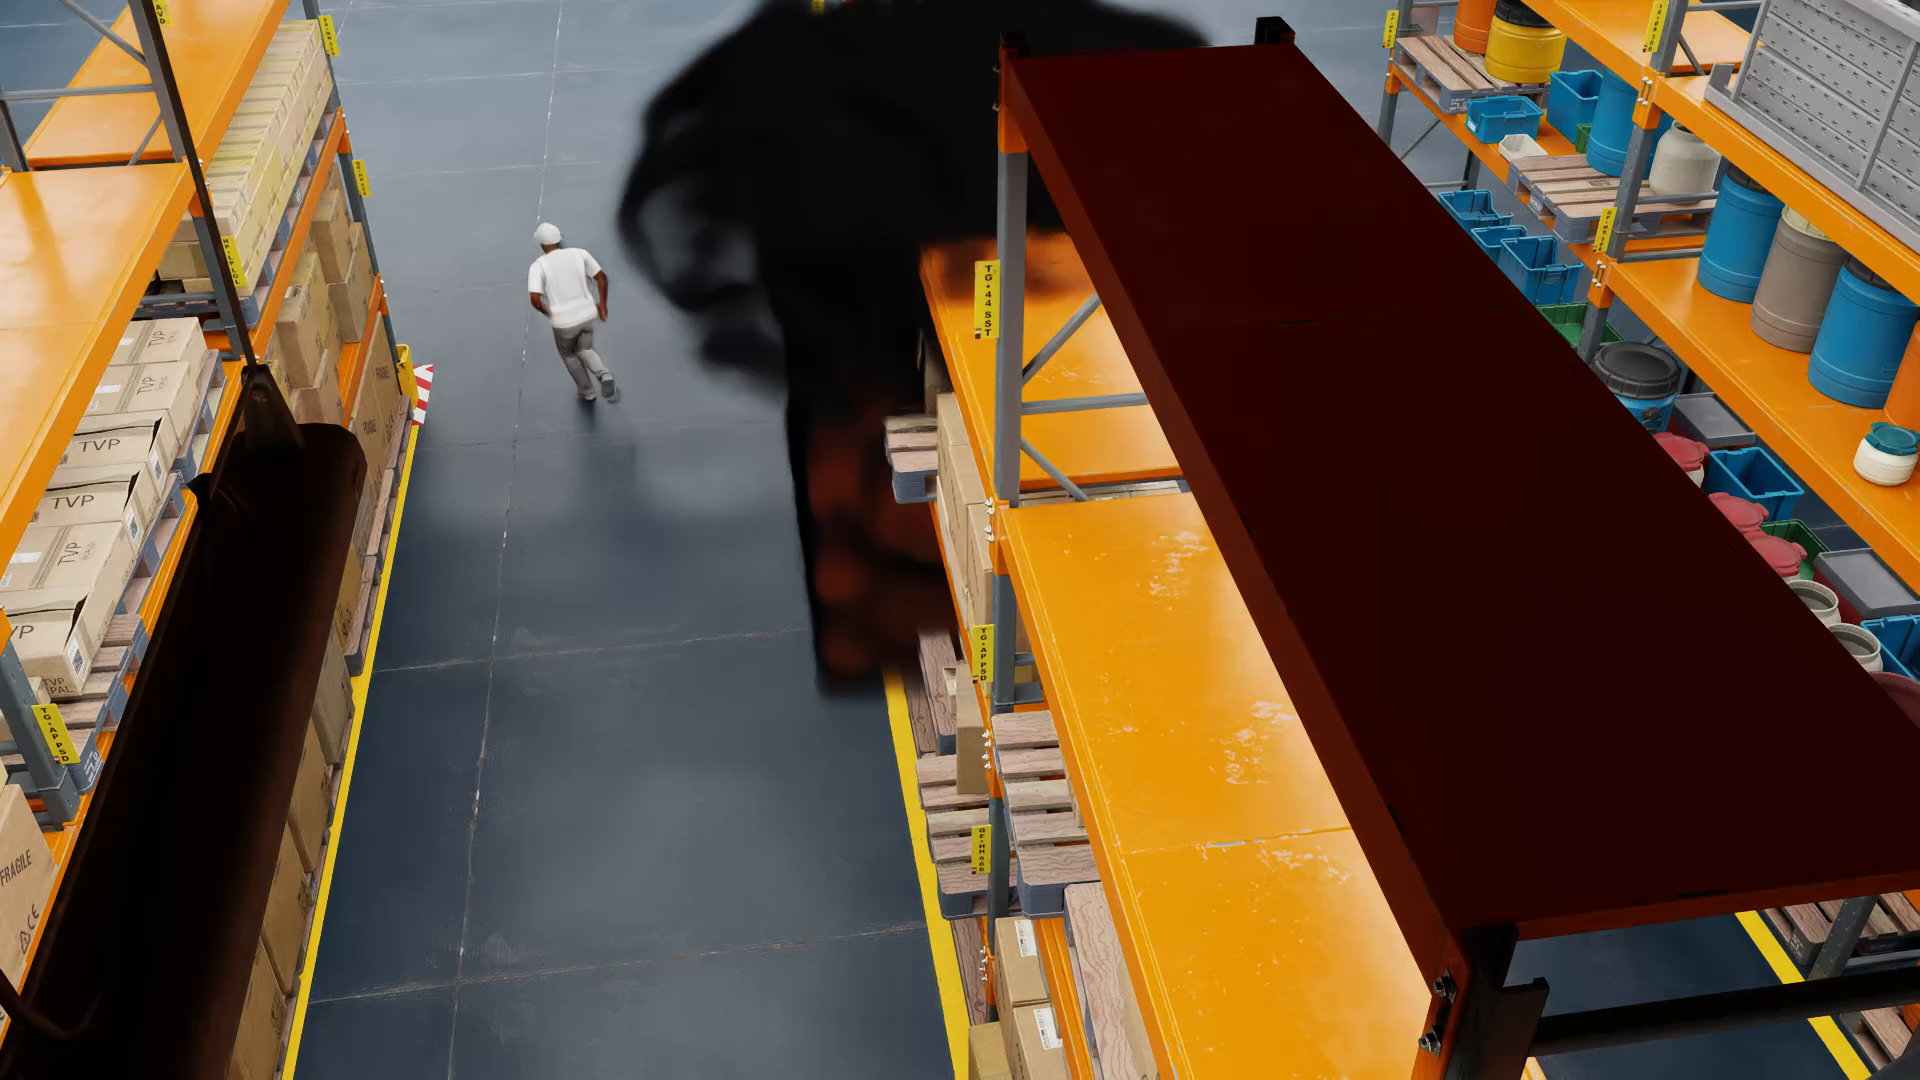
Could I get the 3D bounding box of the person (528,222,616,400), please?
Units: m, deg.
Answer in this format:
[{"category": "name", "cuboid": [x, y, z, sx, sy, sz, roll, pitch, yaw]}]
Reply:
[{"category": "person", "cuboid": [-3.395, -1.914, 14.673, 0.698, 1.699, 0.876, -29, 45, -34]}]
